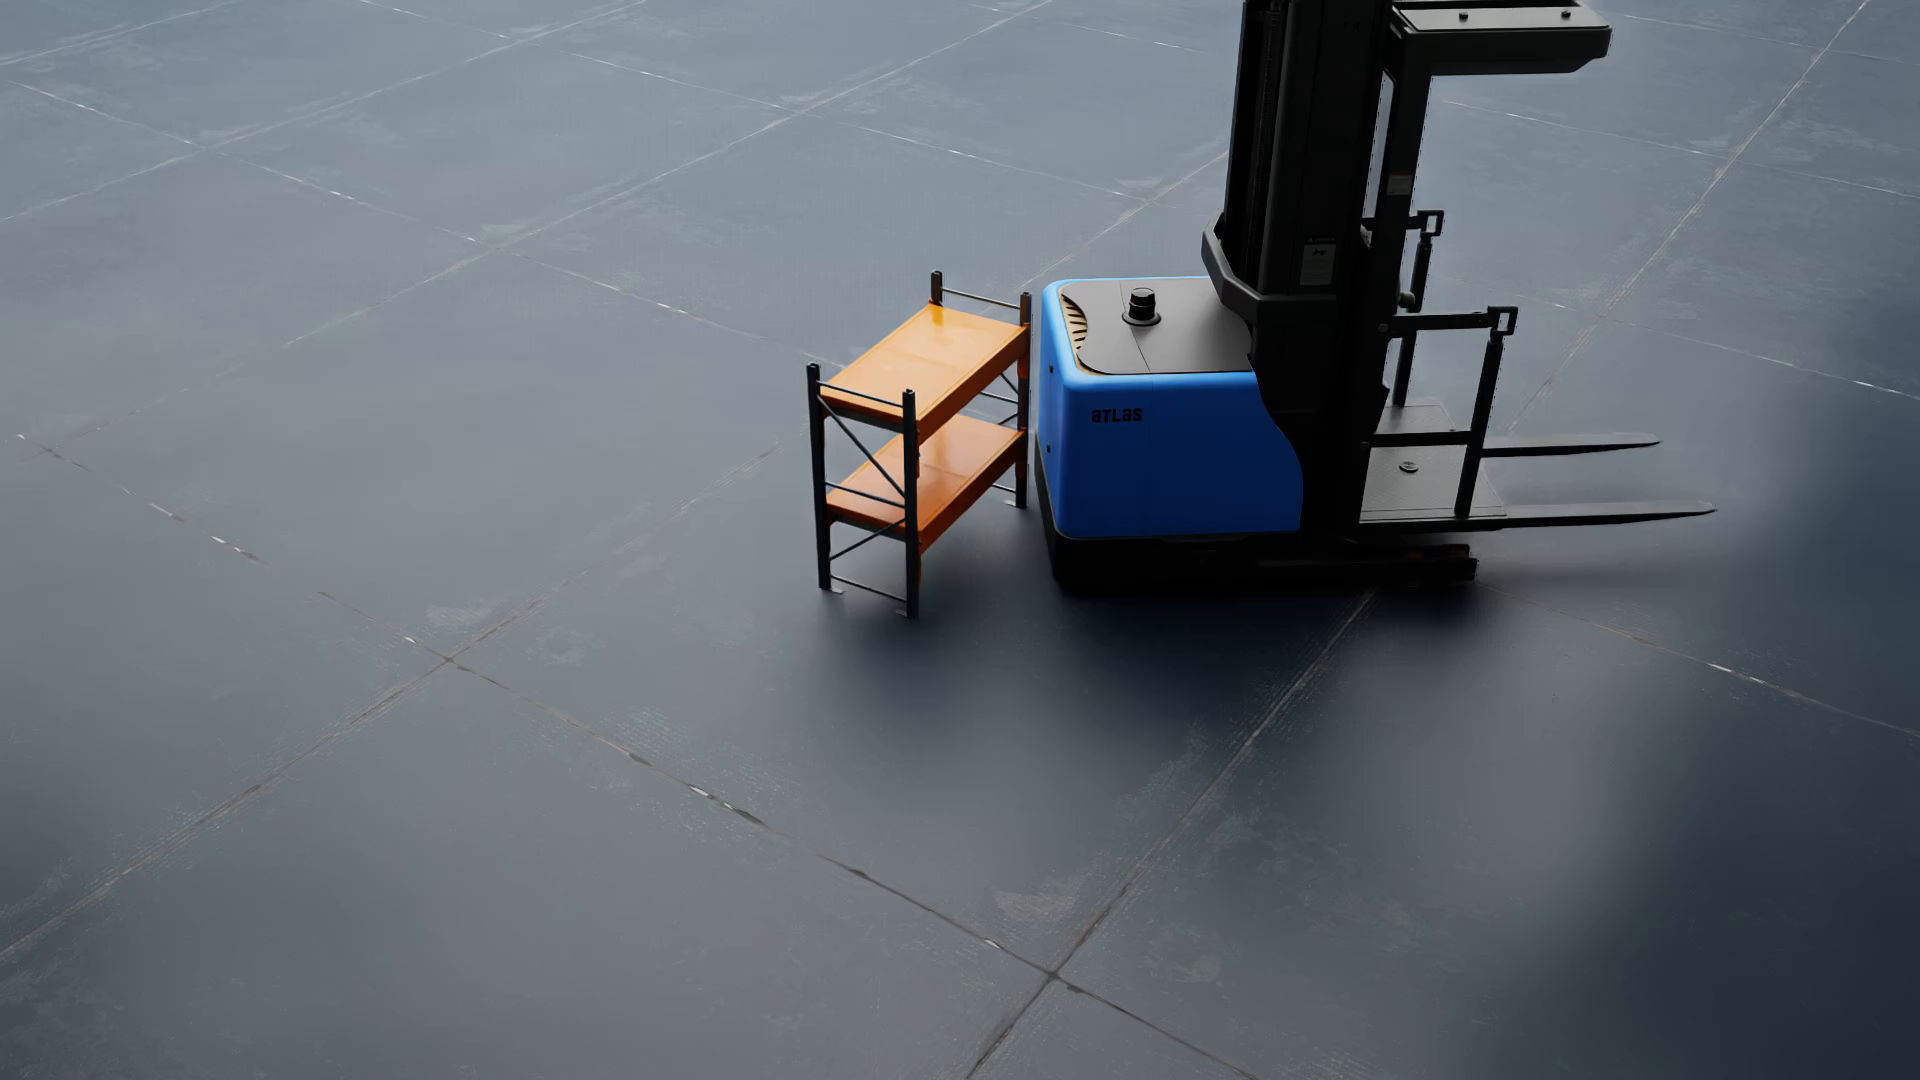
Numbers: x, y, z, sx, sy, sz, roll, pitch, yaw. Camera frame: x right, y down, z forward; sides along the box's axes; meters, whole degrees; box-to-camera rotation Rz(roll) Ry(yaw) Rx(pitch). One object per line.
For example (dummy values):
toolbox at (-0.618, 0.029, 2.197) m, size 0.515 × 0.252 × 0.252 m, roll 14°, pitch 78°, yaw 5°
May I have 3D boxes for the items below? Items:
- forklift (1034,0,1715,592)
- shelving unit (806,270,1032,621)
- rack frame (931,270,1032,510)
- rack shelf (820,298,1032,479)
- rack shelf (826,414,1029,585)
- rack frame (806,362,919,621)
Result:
forklift at (1.900, -1.298, 7.053) m, size 3.031 × 2.935 × 1.130 m, roll -2°, pitch 34°, yaw -3°
shelving unit at (-0.155, -0.438, 7.393) m, size 0.538 × 1.125 × 1.048 m, roll 17°, pitch 38°, yaw 24°
rack frame at (0.093, -0.686, 7.761) m, size 0.500 × 1.125 × 0.032 m, roll 17°, pitch 38°, yaw 24°
rack shelf at (-0.155, -0.680, 7.229) m, size 0.538 × 0.278 × 1.000 m, roll 17°, pitch 38°, yaw 24°
rack shelf at (-0.155, -0.235, 7.530) m, size 0.538 × 0.278 × 1.000 m, roll 17°, pitch 38°, yaw 24°
rack frame at (-0.403, -0.189, 7.026) m, size 0.500 × 1.125 × 0.032 m, roll 17°, pitch 38°, yaw 24°
